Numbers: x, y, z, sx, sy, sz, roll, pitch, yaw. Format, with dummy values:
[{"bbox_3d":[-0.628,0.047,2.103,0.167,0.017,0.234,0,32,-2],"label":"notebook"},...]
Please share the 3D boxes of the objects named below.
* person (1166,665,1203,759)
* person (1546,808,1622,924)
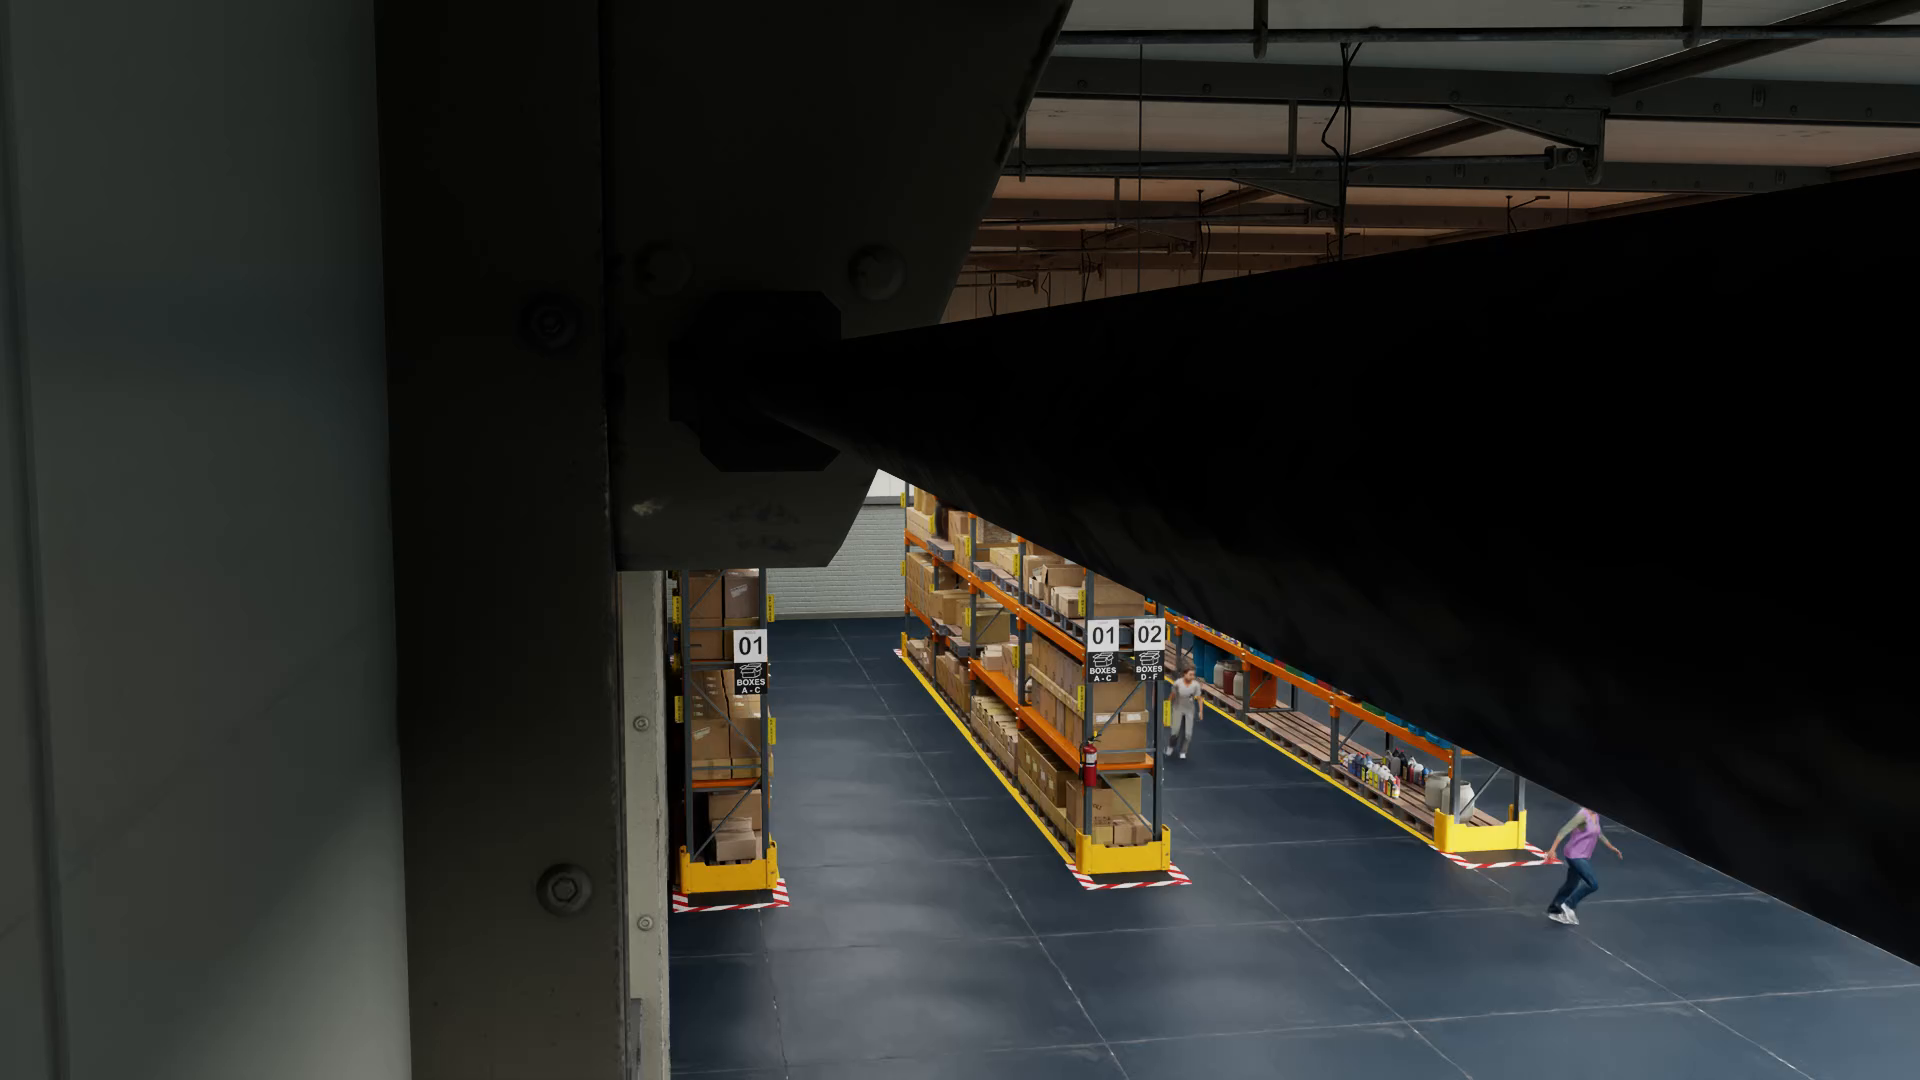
[{"bbox_3d":[3.612,2.758,26.745,0.561,1.578,0.619,0,6,0],"label":"person"},{"bbox_3d":[7.075,3.608,18.846,0.760,1.555,0.521,5,7,37],"label":"person"}]
